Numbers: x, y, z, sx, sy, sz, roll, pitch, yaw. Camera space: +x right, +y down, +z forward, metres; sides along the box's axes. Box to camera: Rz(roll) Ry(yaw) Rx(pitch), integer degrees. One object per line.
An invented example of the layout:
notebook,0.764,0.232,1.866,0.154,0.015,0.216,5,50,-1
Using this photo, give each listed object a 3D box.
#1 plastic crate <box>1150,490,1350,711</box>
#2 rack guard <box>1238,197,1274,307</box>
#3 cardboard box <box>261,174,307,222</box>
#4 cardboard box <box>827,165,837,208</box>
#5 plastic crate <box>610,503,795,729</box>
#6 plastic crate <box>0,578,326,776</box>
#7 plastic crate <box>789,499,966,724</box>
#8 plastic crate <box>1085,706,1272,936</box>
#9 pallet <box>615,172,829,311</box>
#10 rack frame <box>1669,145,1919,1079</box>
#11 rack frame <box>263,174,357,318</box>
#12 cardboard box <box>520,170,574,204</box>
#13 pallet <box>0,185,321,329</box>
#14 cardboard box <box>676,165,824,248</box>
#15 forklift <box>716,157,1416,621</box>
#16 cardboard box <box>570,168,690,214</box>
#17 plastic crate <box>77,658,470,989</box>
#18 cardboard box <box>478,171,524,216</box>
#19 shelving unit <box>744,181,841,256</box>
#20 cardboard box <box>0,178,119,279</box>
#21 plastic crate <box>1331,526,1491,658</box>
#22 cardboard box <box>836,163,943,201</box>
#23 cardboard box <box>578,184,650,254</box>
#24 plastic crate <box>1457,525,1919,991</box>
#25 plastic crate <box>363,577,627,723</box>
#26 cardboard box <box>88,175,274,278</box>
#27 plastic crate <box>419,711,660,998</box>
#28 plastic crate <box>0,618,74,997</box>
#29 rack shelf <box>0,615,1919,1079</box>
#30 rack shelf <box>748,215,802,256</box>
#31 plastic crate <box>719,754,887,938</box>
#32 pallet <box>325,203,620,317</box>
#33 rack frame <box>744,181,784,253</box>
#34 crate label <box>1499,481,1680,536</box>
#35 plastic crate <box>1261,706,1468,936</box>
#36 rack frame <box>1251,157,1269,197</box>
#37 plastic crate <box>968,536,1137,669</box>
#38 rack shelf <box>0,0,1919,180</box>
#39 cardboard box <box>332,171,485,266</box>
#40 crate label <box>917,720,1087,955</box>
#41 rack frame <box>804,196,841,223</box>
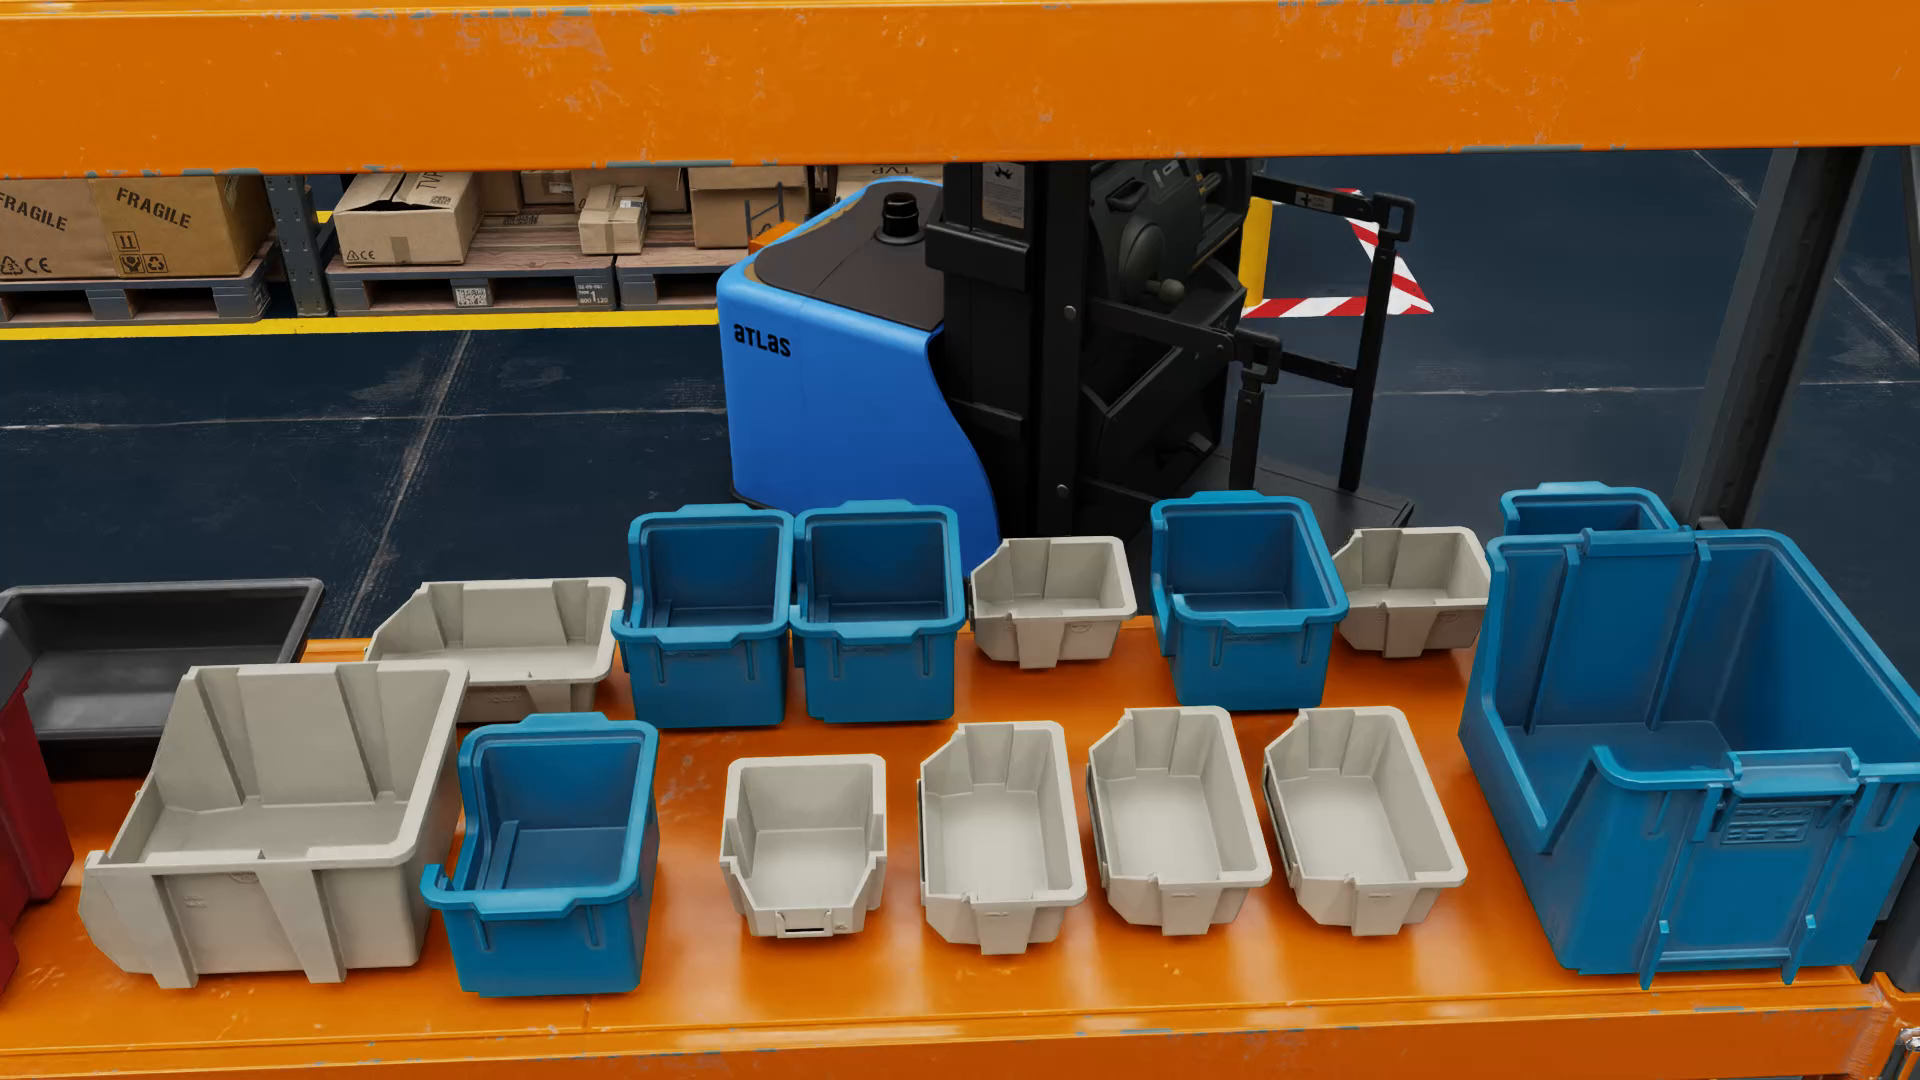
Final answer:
plastic crate,0.510,0.121,3.034,0.300,0.233,0.416,-2,35,-2
rack guard,1.123,-1.546,7.545,0.348,0.500,1.175,-2,35,-2
cardboard box,-3.291,-1.747,7.449,0.500,0.500,0.500,-3,35,-4
cardboard box,-0.356,-1.746,7.667,0.500,0.250,0.500,-2,35,-2
plastic crate,-0.447,0.147,2.997,0.300,0.233,0.416,-2,35,-2
plastic crate,-1.460,0.253,2.938,0.590,0.125,0.437,-2,35,-2
plastic crate,-0.147,0.139,3.008,0.300,0.233,0.416,-2,35,-2
plastic crate,0.334,0.448,2.646,0.243,0.136,0.396,-2,35,-2
pallet,-0.889,-1.374,7.551,1.213,0.211,1.003,-2,35,-2
rack frame,1.430,0.239,2.768,0.127,3.000,1.000,-2,35,-2
rack frame,-2.796,-2.469,6.681,0.127,3.000,1.000,-2,35,-2
cardboard box,-1.869,-1.698,7.686,0.250,0.149,0.380,-2,35,-2
pallet,-3.607,-1.278,7.412,1.213,0.211,1.003,-2,35,-2
cardboard box,-0.920,-1.677,7.344,0.637,0.503,0.797,-2,35,-2
forklift,0.767,-0.916,4.498,3.031,2.935,1.130,19,39,25
cardboard box,-1.491,-1.741,7.605,0.500,0.311,0.500,-2,35,-2
plastic crate,-1.031,0.435,2.537,0.530,0.282,0.437,-2,35,-2
cardboard box,-2.241,-1.798,7.522,0.500,0.500,0.500,-2,35,-2
shelving unit,-0.558,-0.706,5.848,0.252,1.050,0.215,19,39,25
cardboard box,-3.770,-1.437,7.000,0.500,0.500,0.500,-1,35,-2
plastic crate,0.844,0.104,3.142,0.298,0.136,0.250,-2,35,-2
cardboard box,-0.283,-1.463,7.258,0.500,0.250,0.500,-2,35,-2
cardboard box,-1.503,-1.402,7.243,0.250,0.166,0.380,-2,35,-2
plastic crate,1.104,0.315,2.575,0.499,0.435,0.616,-2,35,-2
plastic crate,-0.840,0.213,2.985,0.466,0.136,0.293,-2,35,-2
cardboard box,-3.276,-1.445,7.013,0.500,0.500,0.500,-2,35,-2
plastic crate,-0.609,0.485,2.508,0.300,0.233,0.416,-2,35,-2
plastic crate,-1.662,0.415,2.406,0.583,0.464,0.402,-2,35,-2
rack shelf,-0.568,0.589,2.895,4.000,0.370,1.077,-2,35,-2
rack shelf,-0.558,-0.931,5.693,0.240,0.259,0.215,19,39,25
plastic crate,-0.238,0.488,2.589,0.250,0.136,0.298,-2,35,-2
pallet,-2.110,-1.340,7.501,1.213,0.211,1.003,-2,35,-2
rack frame,-0.662,-0.743,5.901,0.008,1.050,0.200,19,39,25
crate label,1.168,0.103,3.060,0.303,0.233,0.416,-2,35,-2
plastic crate,0.624,0.448,2.646,0.243,0.136,0.396,-2,35,-2
rack frame,1.199,-2.576,6.837,0.127,3.000,1.000,-2,35,-2
plastic crate,0.166,0.123,3.116,0.298,0.136,0.250,-2,35,-2
rack shelf,-0.568,-0.644,2.041,4.000,0.370,1.077,-2,35,-2
cardboard box,-2.367,-1.432,7.160,0.500,0.311,0.500,-2,35,-2
crate label,0.057,0.469,2.615,0.243,0.136,0.396,-2,35,-2
rack frame,-0.454,-0.670,5.796,0.008,1.050,0.200,19,39,25
